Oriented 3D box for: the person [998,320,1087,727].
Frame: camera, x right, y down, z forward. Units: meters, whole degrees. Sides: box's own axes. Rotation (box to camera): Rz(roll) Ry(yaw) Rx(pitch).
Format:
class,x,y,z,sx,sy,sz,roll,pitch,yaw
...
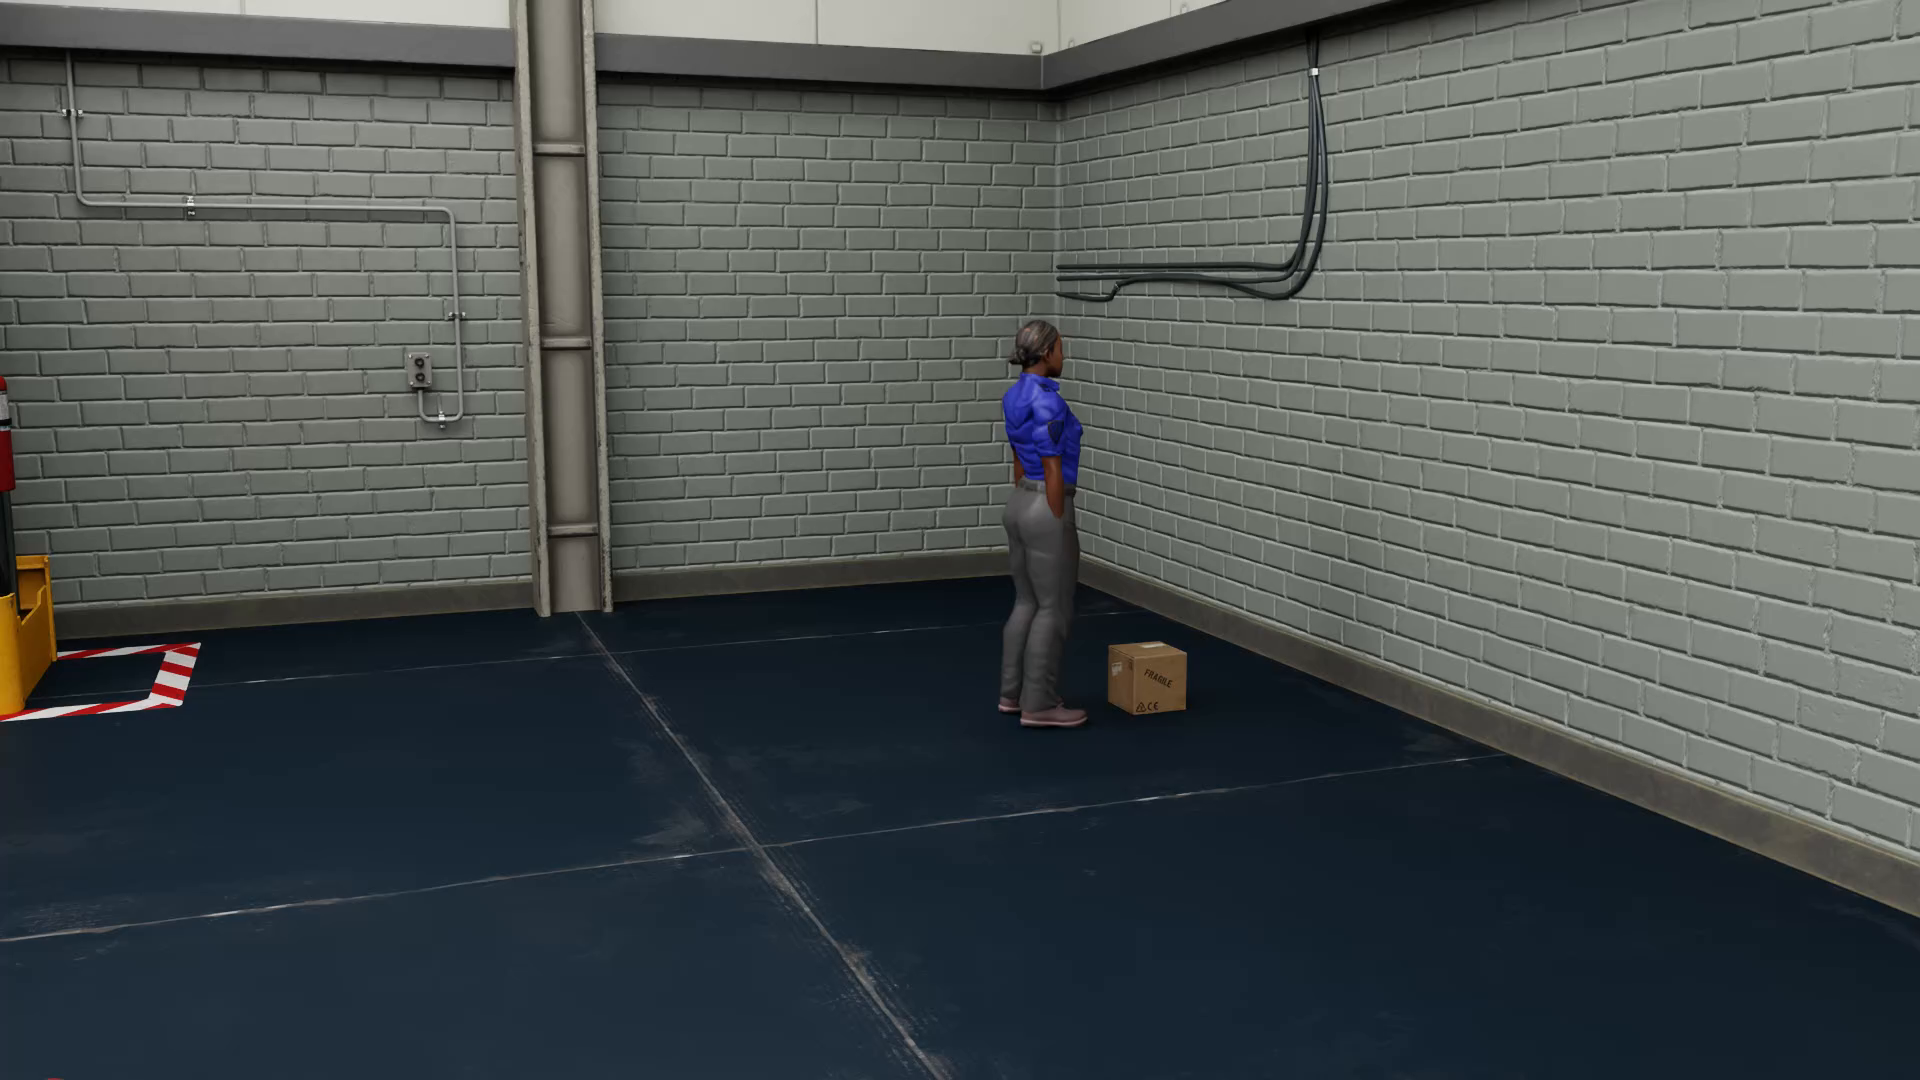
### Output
class,x,y,z,sx,sy,sz,roll,pitch,yaw
person,0.334,-0.074,6.859,0.304,1.656,0.435,-3,10,-20
